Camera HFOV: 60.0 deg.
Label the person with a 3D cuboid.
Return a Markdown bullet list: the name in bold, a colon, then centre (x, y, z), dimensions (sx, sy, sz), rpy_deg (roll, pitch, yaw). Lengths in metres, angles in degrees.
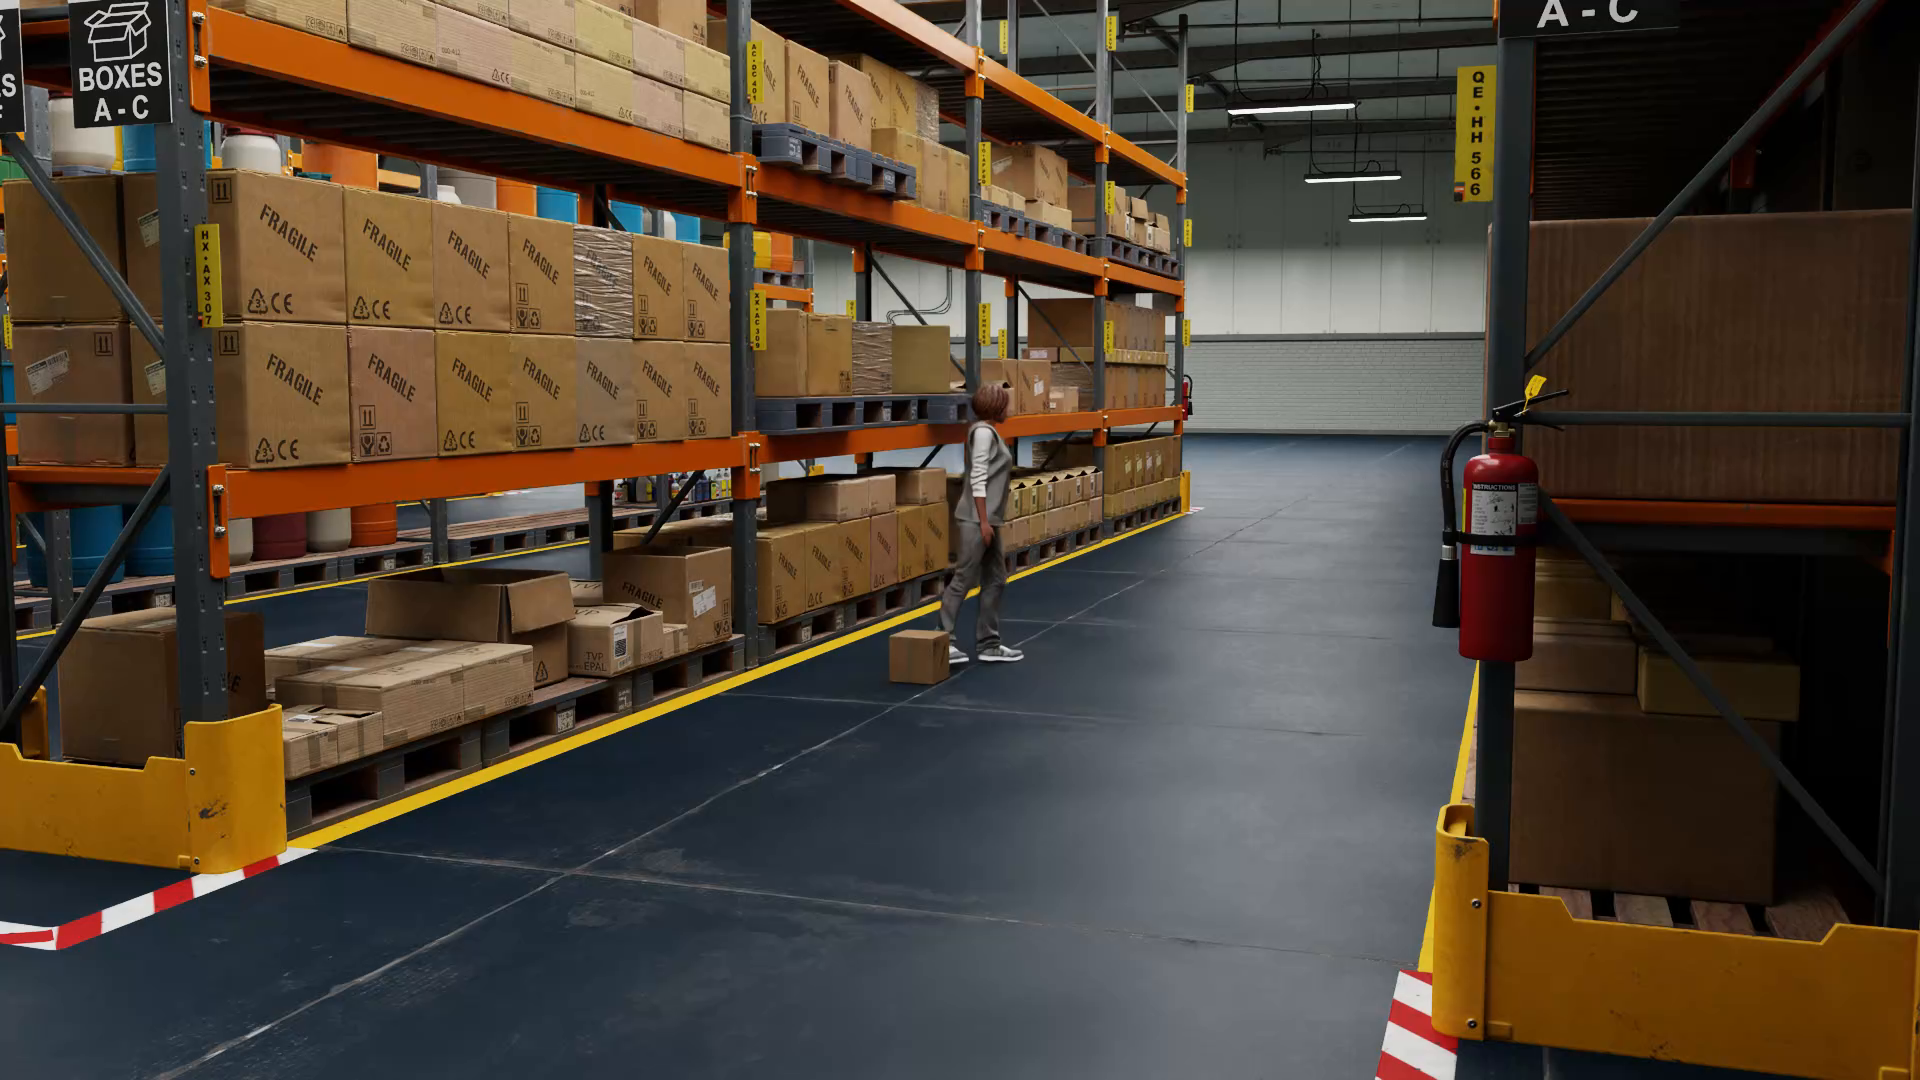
- **person**: centre (0.102, -0.084, 9.409), dimensions (0.503, 1.584, 0.445), rpy_deg (1, 5, 6)
